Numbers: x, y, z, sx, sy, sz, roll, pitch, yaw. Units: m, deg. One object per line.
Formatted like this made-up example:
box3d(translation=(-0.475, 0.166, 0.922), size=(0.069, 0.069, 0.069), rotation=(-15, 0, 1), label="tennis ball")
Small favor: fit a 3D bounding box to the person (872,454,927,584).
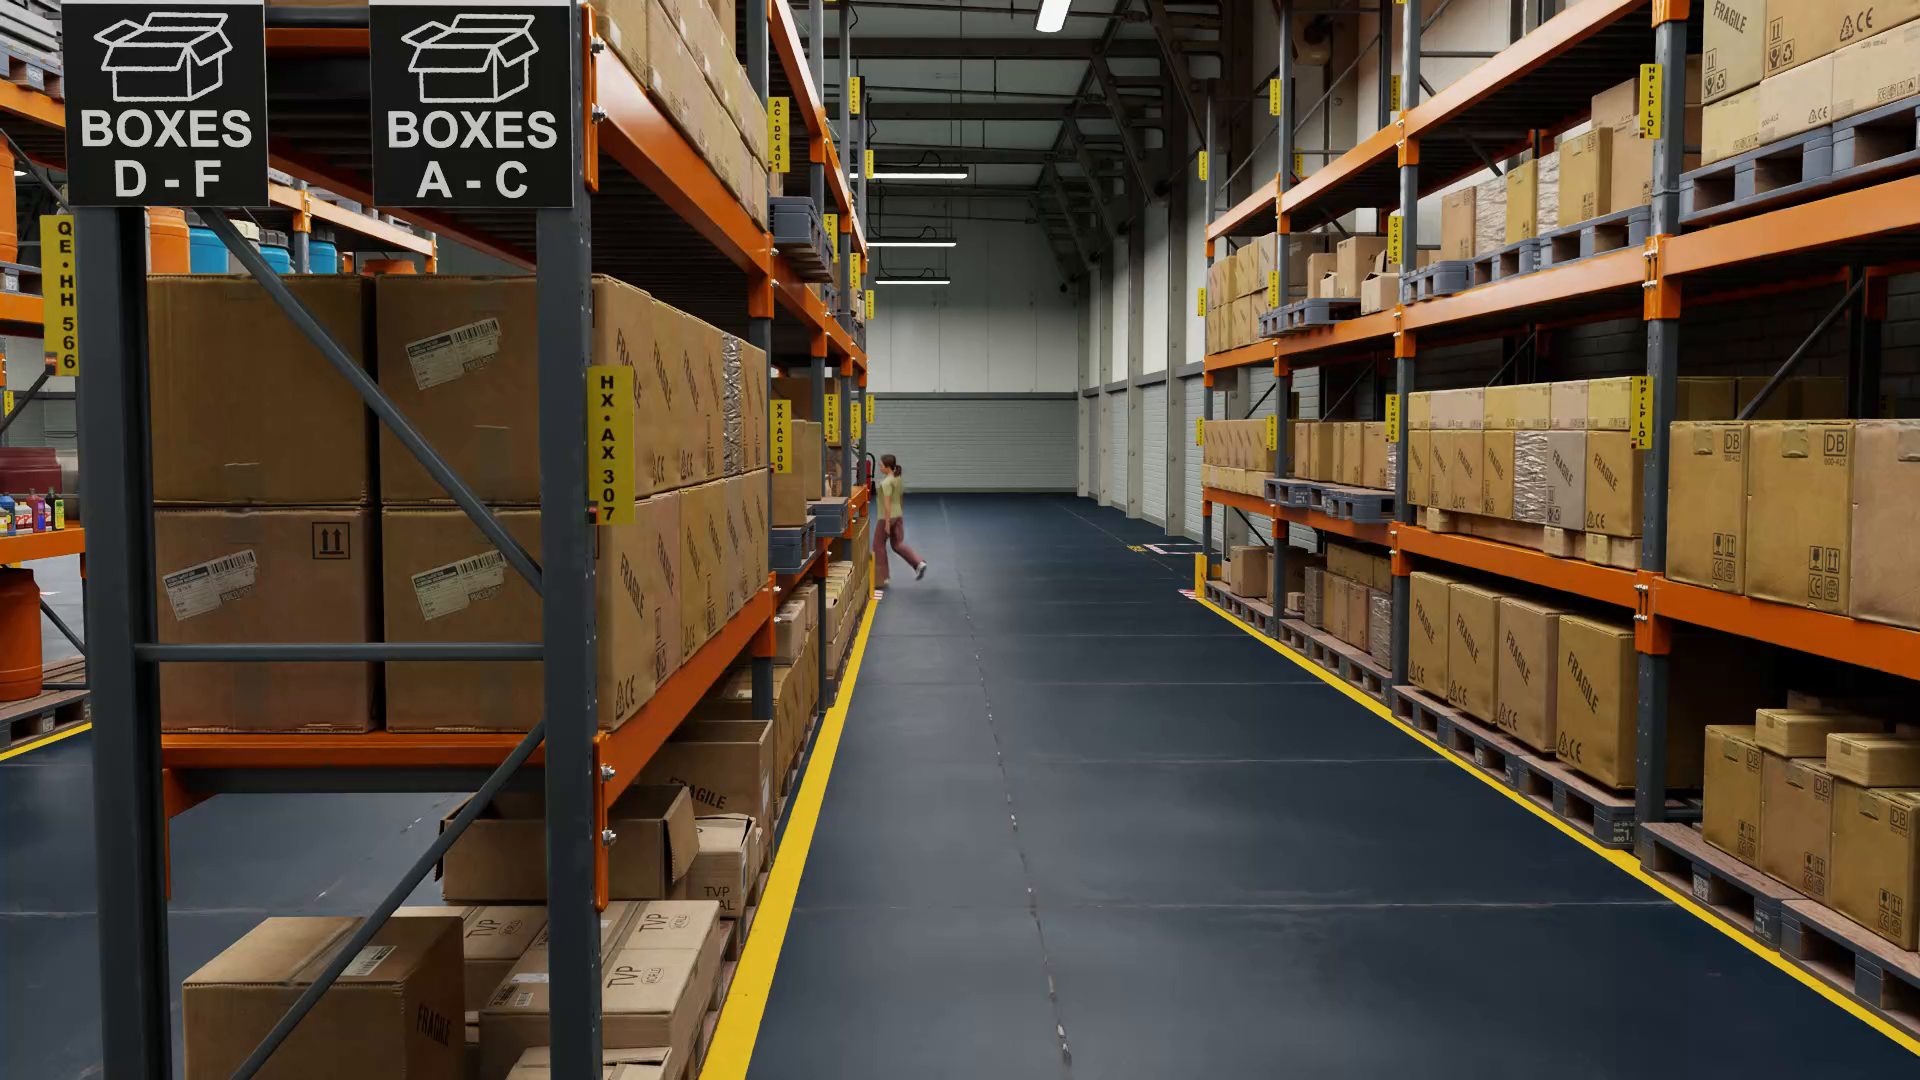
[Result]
box3d(translation=(-0.830, -0.254, 20.690), size=(0.839, 1.630, 0.502), rotation=(2, 4, 31), label="person")
